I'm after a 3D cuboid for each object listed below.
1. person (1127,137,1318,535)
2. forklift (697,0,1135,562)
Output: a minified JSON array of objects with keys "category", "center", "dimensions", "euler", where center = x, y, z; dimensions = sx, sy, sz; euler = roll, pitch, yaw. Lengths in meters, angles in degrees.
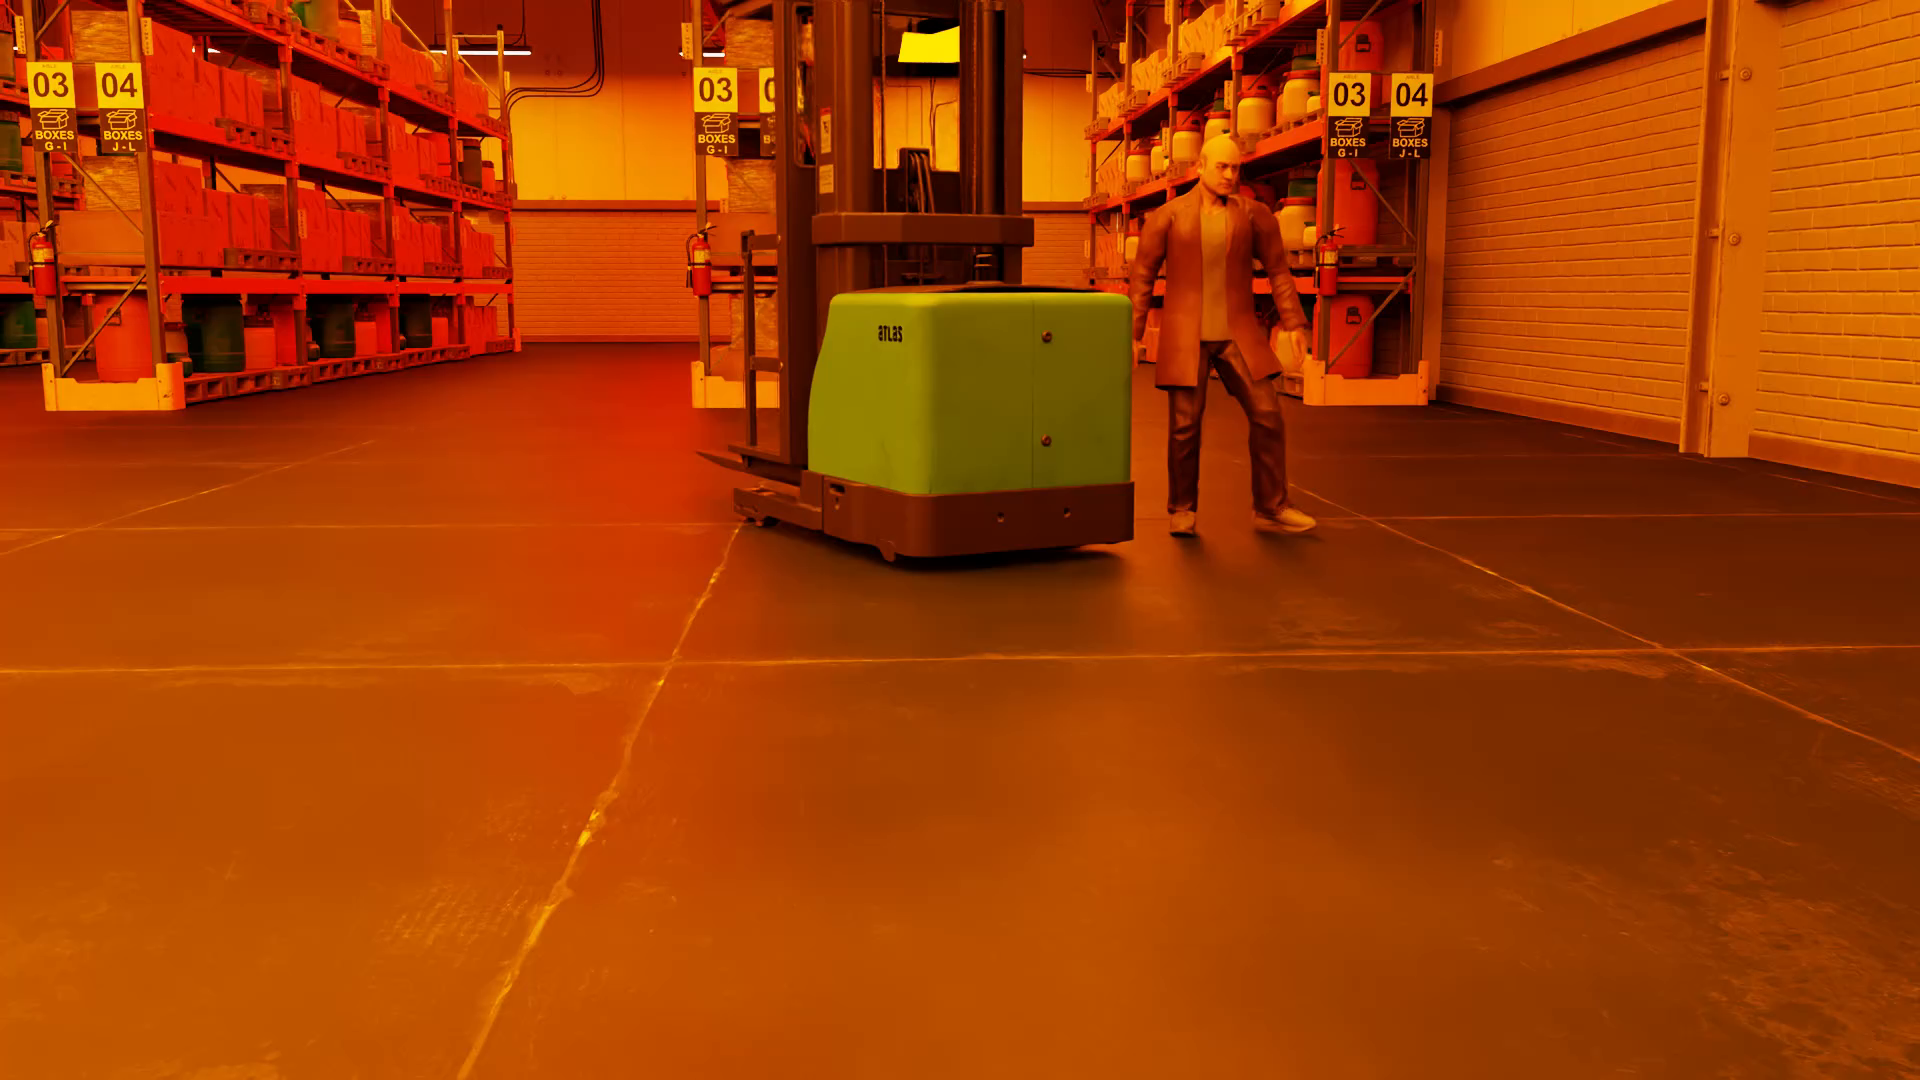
[{"category":"person","center":[1.150,-0.899,7.421],"dimensions":[0.878,1.751,0.409],"euler":[0,8,0]},{"category":"forklift","center":[-0.423,-1.538,7.691],"dimensions":[1.130,2.935,3.031],"euler":[-4,10,-28]}]
